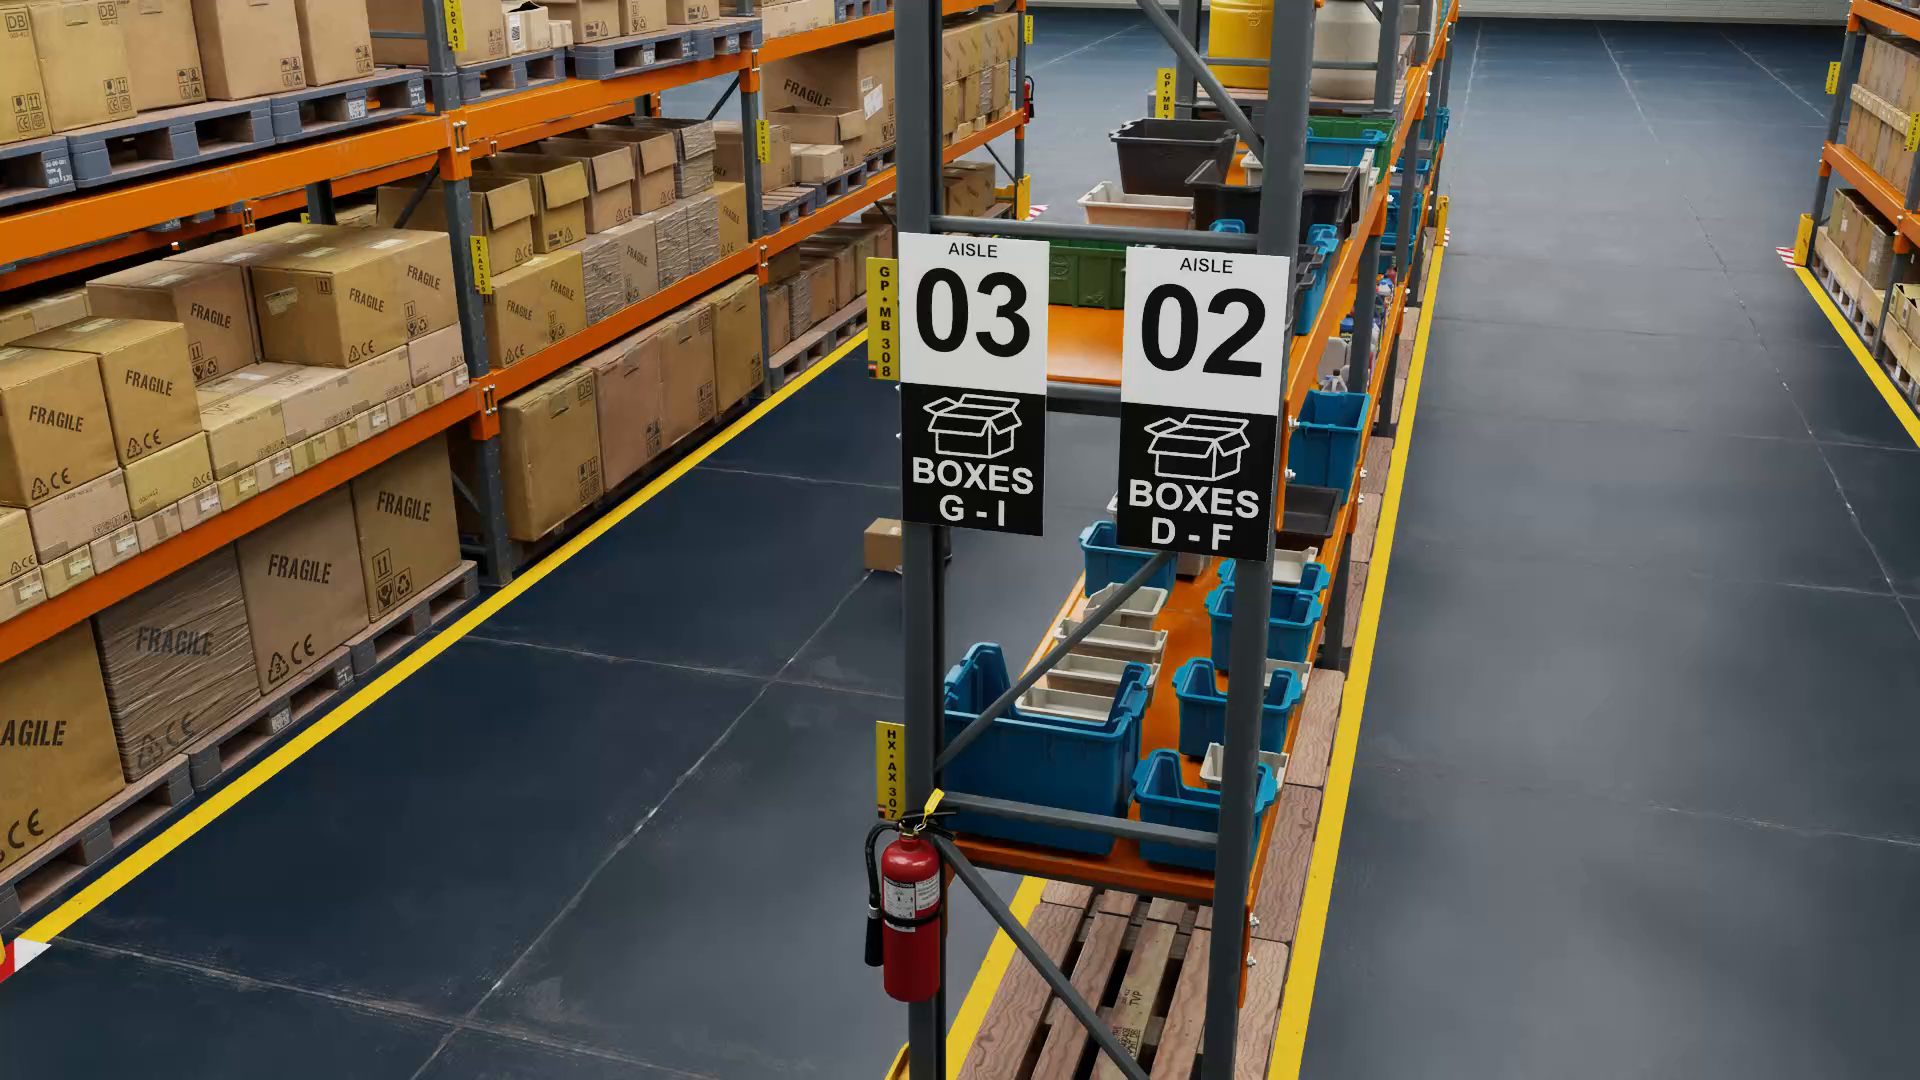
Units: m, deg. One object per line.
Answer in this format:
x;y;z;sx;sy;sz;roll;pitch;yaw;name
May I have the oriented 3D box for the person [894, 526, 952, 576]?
-0.208;-0.597;10.059;0.397;1.660;0.531;5;23;12;person
